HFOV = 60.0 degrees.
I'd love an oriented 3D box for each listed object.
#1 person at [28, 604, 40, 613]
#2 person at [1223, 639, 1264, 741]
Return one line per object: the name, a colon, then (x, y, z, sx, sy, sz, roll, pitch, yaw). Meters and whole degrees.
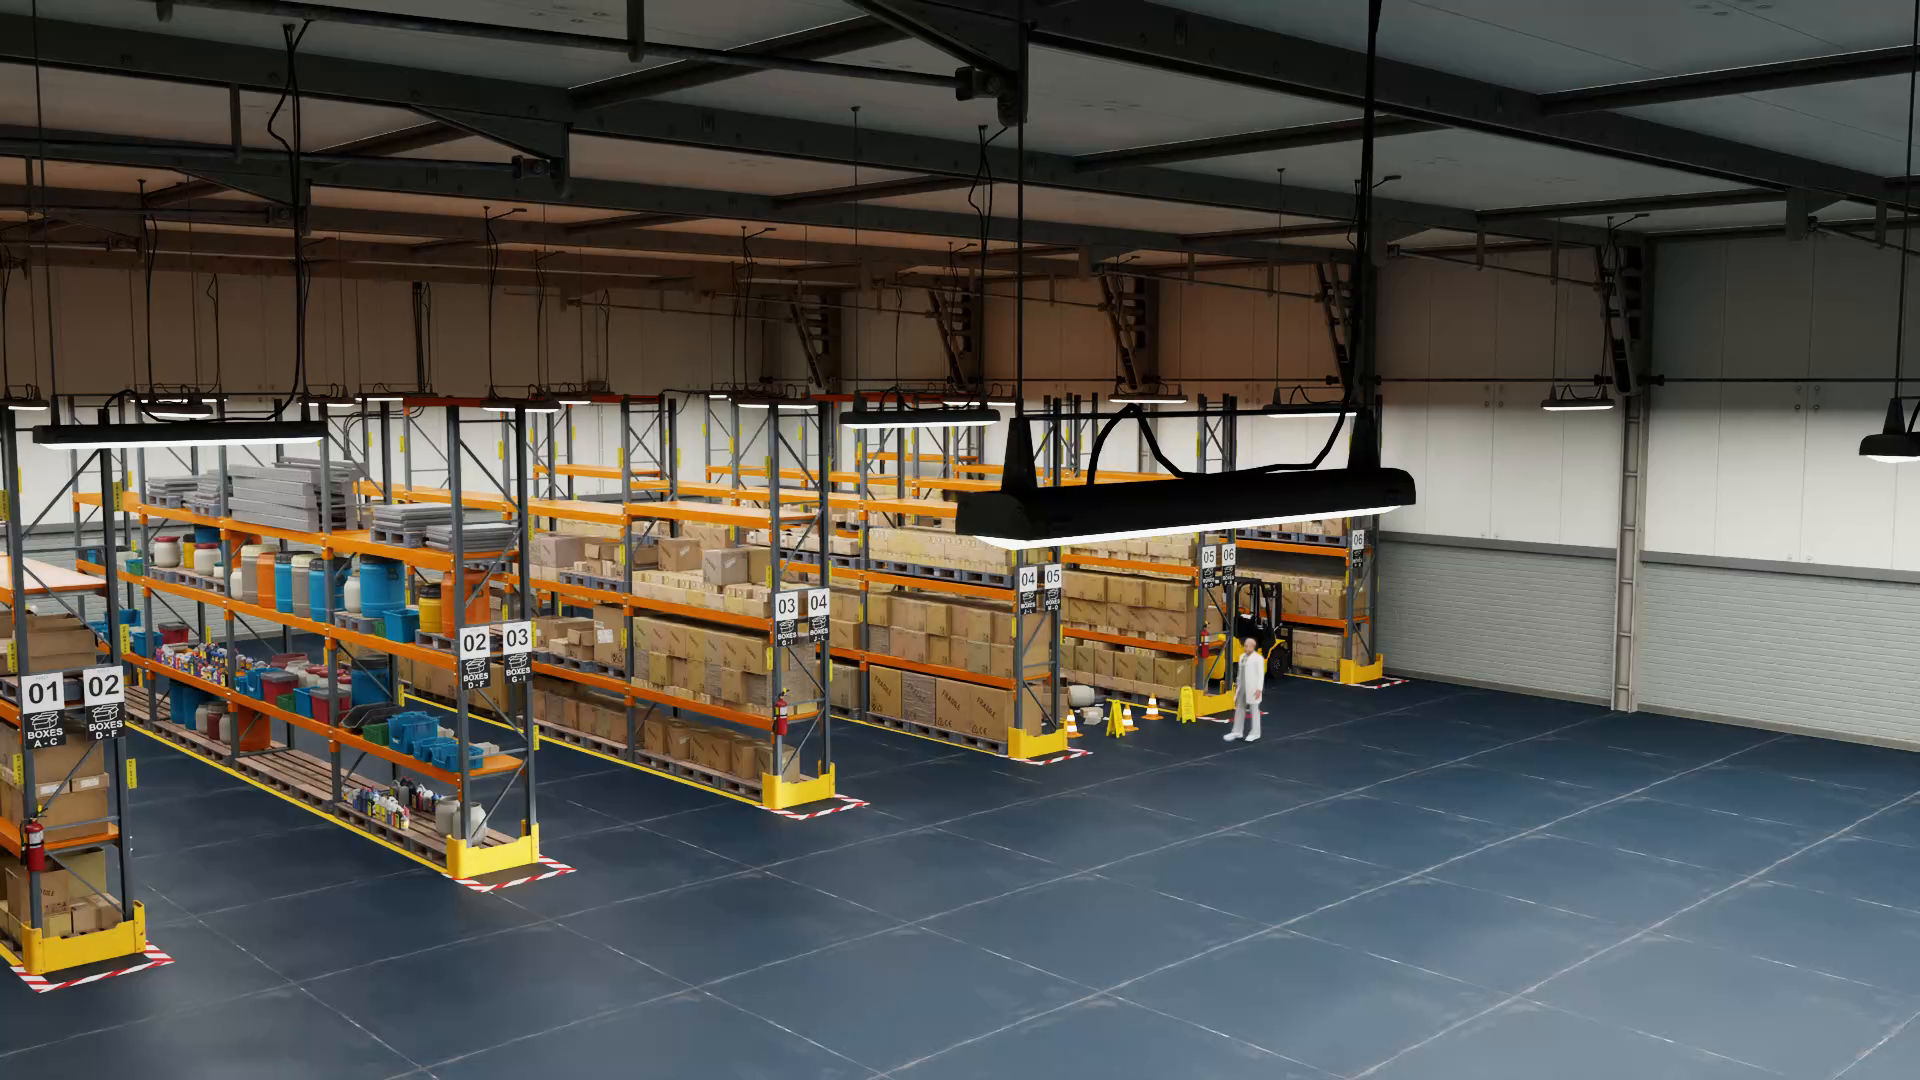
person: (-19.225, 2.172, 34.530, 0.426, 1.680, 0.557, 5, 7, 40)
person: (5.021, 2.624, 29.148, 0.557, 1.796, 0.659, -4, 7, -39)
